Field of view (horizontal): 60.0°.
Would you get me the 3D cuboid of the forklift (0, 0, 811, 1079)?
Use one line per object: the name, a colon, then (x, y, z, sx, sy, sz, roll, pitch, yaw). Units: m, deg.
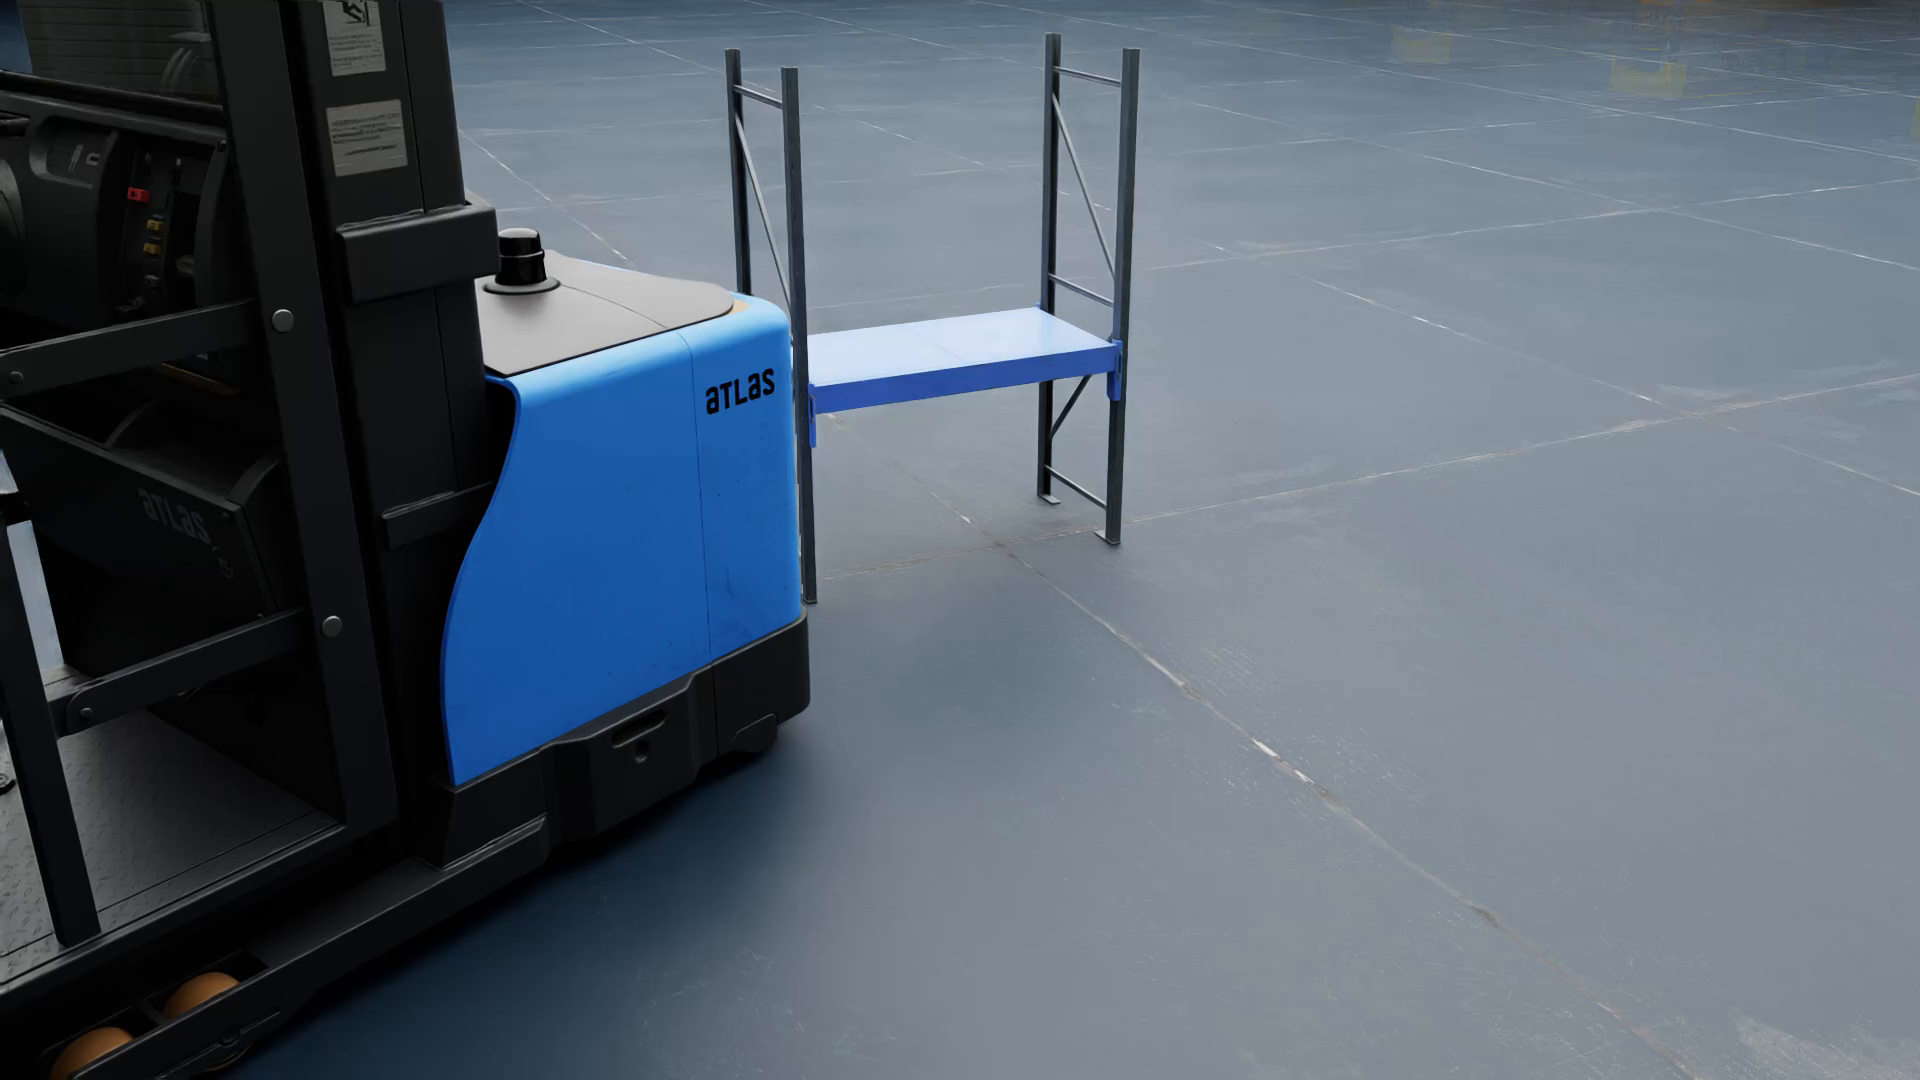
forklift: (-1.673, -0.565, 2.784, 1.130, 2.935, 3.031, 17, 28, 35)

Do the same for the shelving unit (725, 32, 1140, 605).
shelving unit: (-0.077, -0.679, 4.929, 1.048, 1.500, 0.538, -10, 25, -24)

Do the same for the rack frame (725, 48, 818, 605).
rack frame: (-0.535, -0.594, 4.725, 0.032, 1.500, 0.500, -10, 25, -24)

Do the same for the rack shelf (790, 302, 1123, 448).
rack shelf: (-0.077, -0.513, 4.998, 1.000, 0.185, 0.538, -10, 25, -24)

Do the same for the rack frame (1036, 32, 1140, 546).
rack frame: (0.381, -0.763, 5.133, 0.032, 1.500, 0.500, -10, 25, -24)
